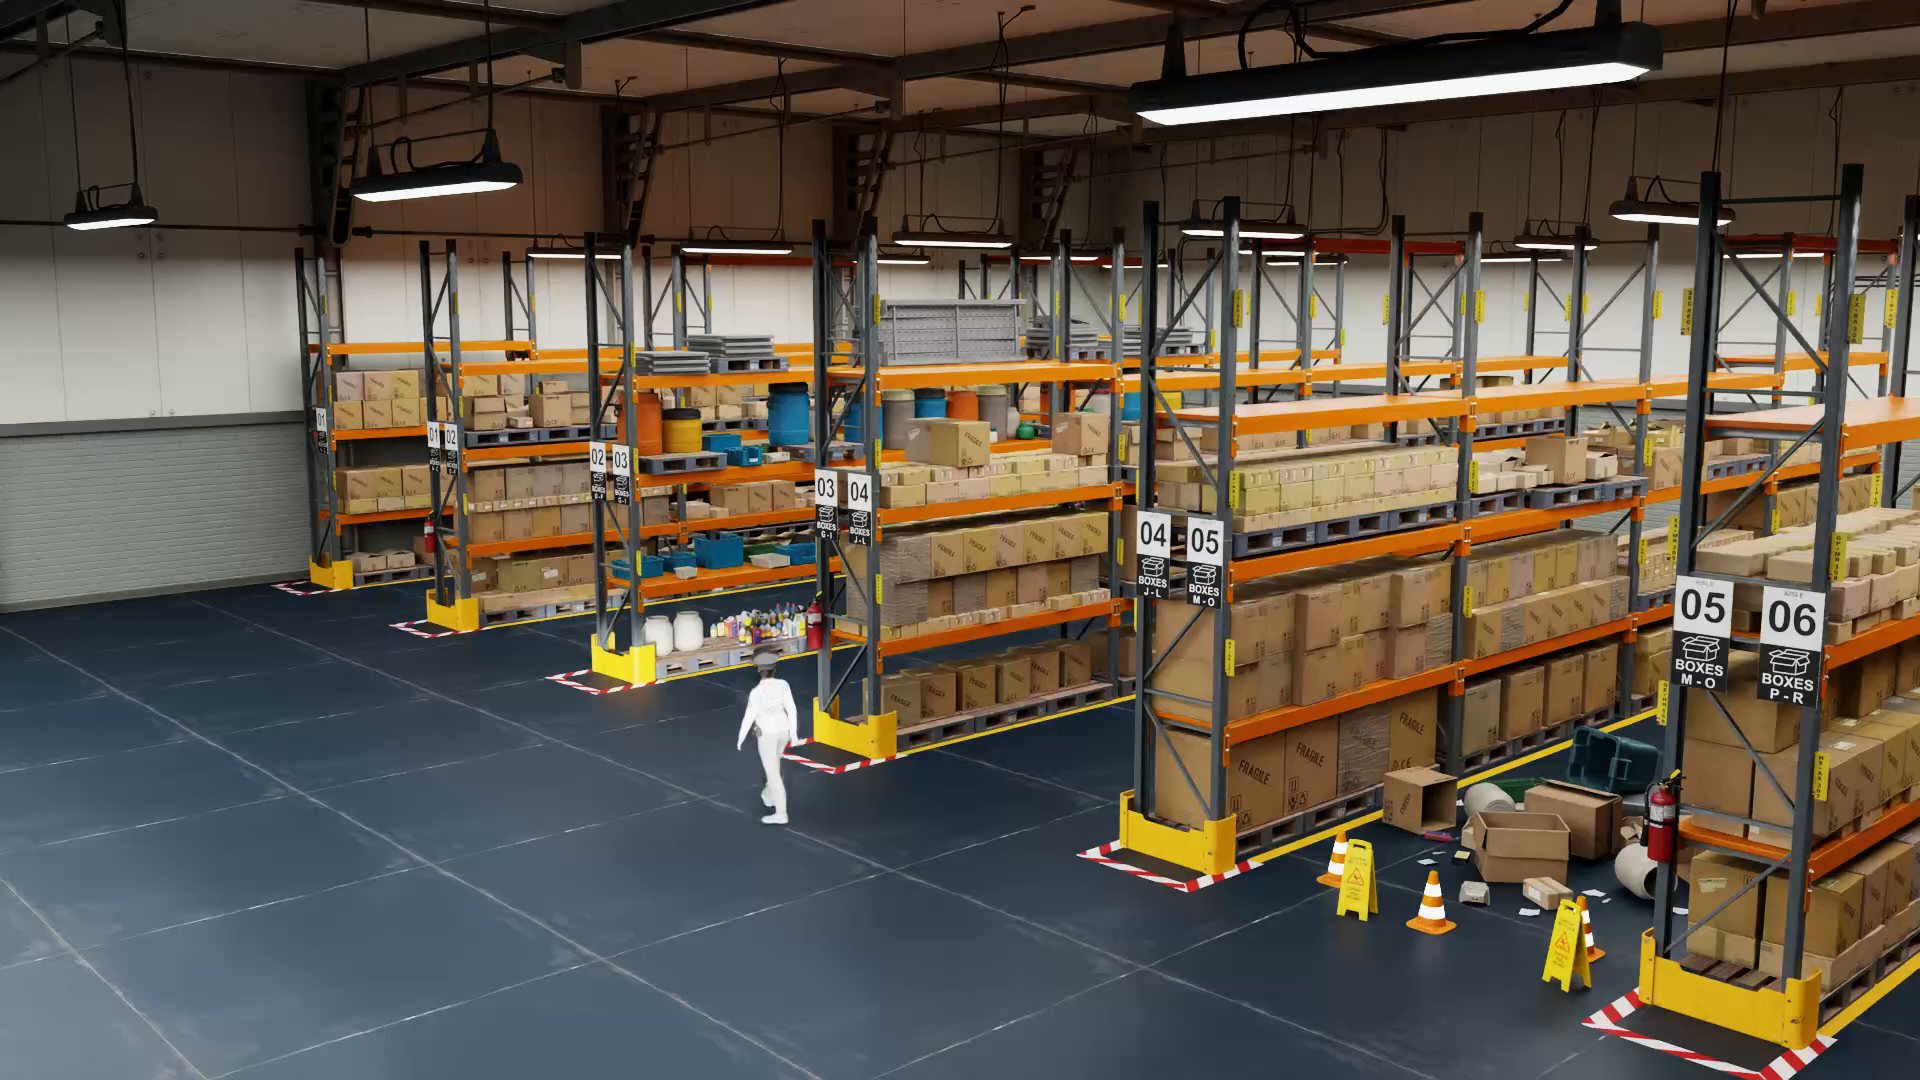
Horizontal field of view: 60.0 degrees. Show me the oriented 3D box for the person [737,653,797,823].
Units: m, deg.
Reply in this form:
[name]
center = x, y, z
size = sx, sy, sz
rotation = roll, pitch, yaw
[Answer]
[person]
center = -1.891, 1.934, 16.559
size = 0.779, 1.646, 0.638
rotation = 6, 11, 38
